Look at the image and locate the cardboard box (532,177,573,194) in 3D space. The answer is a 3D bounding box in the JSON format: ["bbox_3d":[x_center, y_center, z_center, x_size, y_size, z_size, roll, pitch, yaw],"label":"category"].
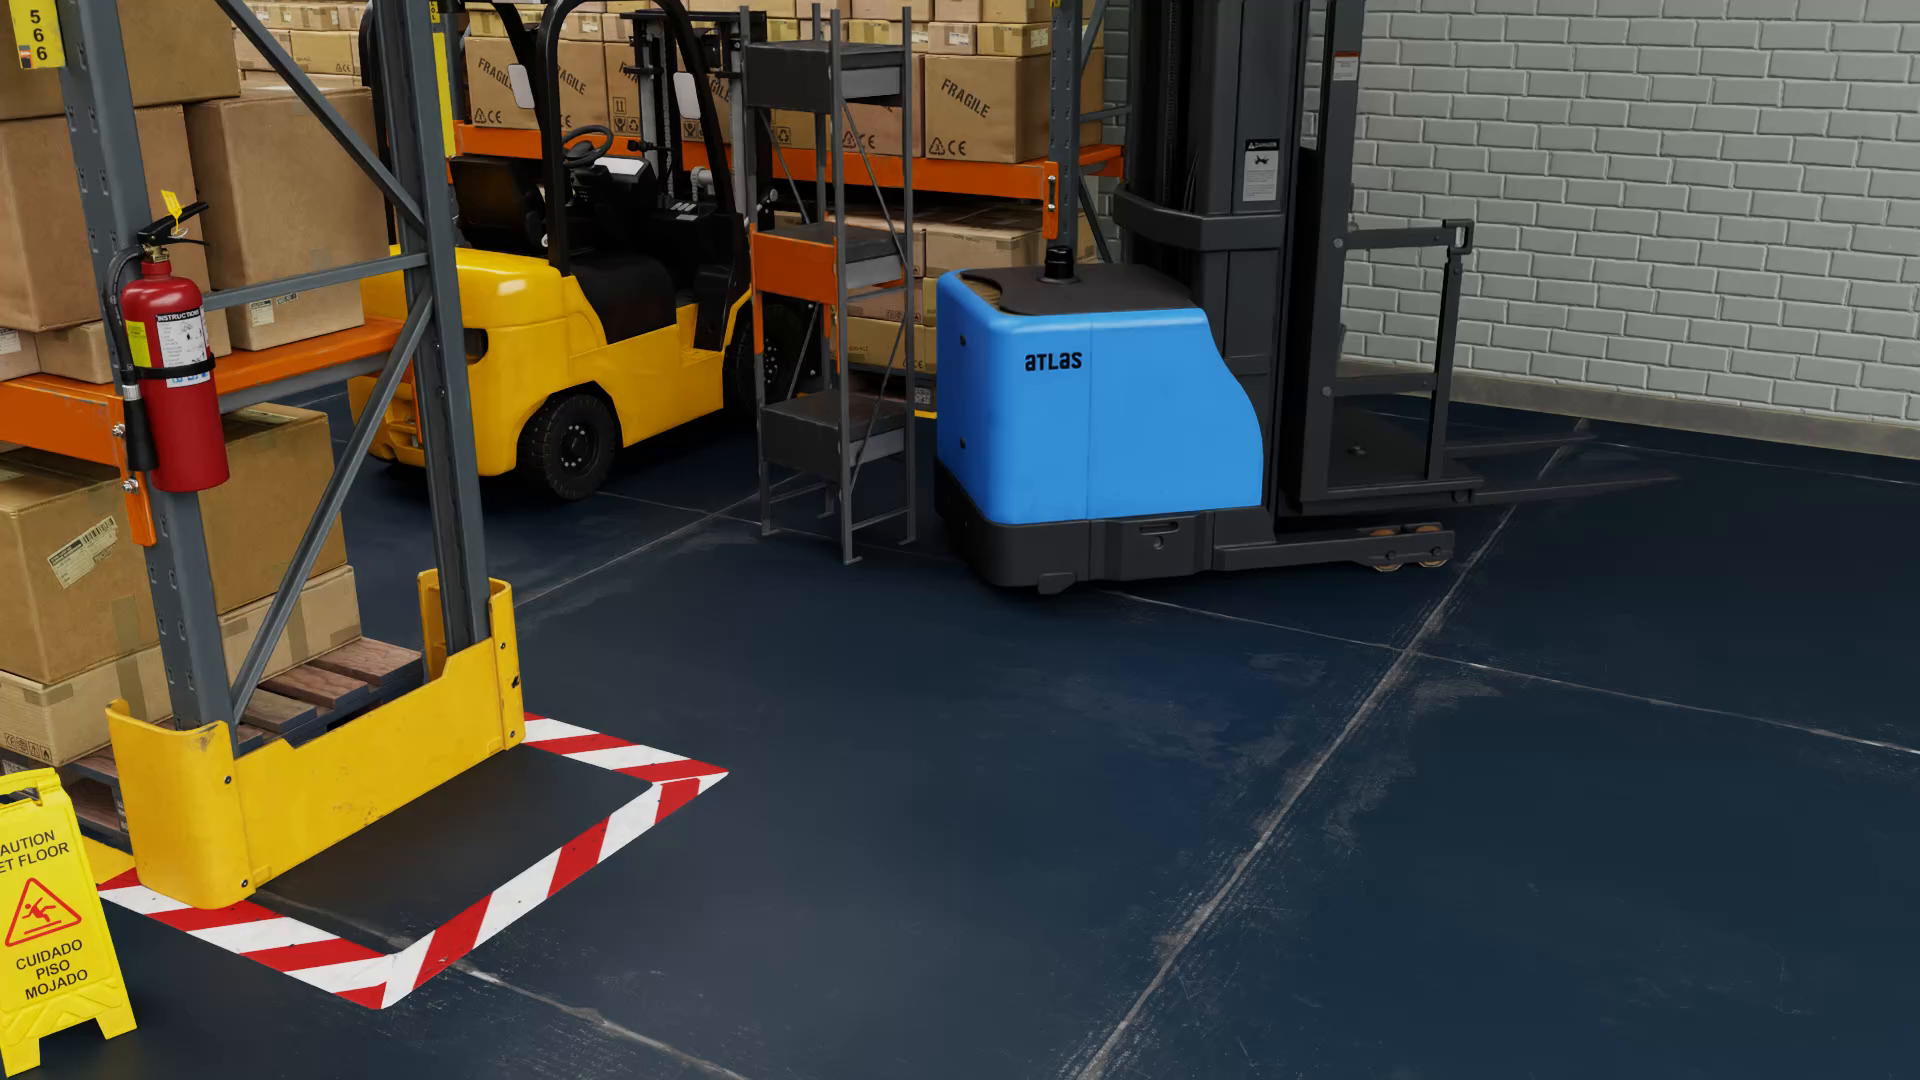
[{"bbox_3d":[-2.502,-1.990,9.902,0.500,0.250,0.500,10,22,26],"label":"cardboard box"}]

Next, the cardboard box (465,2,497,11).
[{"bbox_3d":[-2.638,-3.139,9.587,0.250,0.149,0.380,11,23,28],"label":"cardboard box"}]

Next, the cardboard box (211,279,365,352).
[{"bbox_3d":[-1.893,-0.646,4.614,0.250,0.149,0.380,11,23,28],"label":"cardboard box"}]

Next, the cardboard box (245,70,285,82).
[{"bbox_3d":[-4.199,-2.898,10.676,0.500,0.250,0.500,11,23,28],"label":"cardboard box"}]

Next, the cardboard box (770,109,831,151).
[{"bbox_3d":[-0.733,-2.349,8.794,0.500,0.500,0.500,10,22,26],"label":"cardboard box"}]

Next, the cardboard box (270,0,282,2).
[{"bbox_3d":[-4.531,-3.563,11.190,0.250,0.149,0.380,12,23,29],"label":"cardboard box"}]

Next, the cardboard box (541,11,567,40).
[{"bbox_3d":[-2.154,-2.932,9.451,0.250,0.149,0.380,11,23,27],"label":"cardboard box"}]

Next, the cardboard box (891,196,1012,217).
[{"bbox_3d":[-0.045,-1.717,9.150,0.500,0.250,0.500,11,23,27],"label":"cardboard box"}]

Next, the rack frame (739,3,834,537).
[{"bbox_3d":[-0.682,-1.050,6.680,0.015,2.100,0.400,17,26,39],"label":"rack frame"}]

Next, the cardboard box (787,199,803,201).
[{"bbox_3d":[-1.166,-1.733,9.194,0.500,0.250,0.500,10,22,26],"label":"cardboard box"}]

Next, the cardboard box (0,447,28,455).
[{"bbox_3d":[-2.981,-0.044,4.905,0.500,0.500,0.500,12,23,29],"label":"cardboard box"}]

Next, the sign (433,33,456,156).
[{"bbox_3d":[-1.432,-1.214,4.544,0.005,0.325,0.100,11,23,27],"label":"sign"}]

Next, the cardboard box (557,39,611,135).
[{"bbox_3d":[-2.049,-2.603,9.495,0.500,0.500,0.500,11,23,28],"label":"cardboard box"}]

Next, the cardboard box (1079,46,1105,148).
[{"bbox_3d":[0.423,-2.336,8.759,0.500,0.500,0.500,12,23,29],"label":"cardboard box"}]

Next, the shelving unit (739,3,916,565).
[{"bbox_3d":[-0.502,-0.994,6.526,0.503,2.100,0.431,17,26,39],"label":"shelving unit"}]

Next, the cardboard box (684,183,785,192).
[{"bbox_3d":[-1.363,-1.972,9.852,0.500,0.250,0.500,11,23,28],"label":"cardboard box"}]

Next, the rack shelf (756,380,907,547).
[{"bbox_3d":[-0.502,-0.323,6.768,0.480,0.518,0.431,17,26,39],"label":"rack shelf"}]

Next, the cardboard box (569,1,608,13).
[{"bbox_3d":[-1.964,-3.010,9.229,0.250,0.149,0.380,11,23,28],"label":"cardboard box"}]

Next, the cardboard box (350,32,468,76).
[{"bbox_3d":[-3.325,-2.959,10.111,0.500,0.250,0.500,10,22,26],"label":"cardboard box"}]

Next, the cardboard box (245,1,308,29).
[{"bbox_3d":[-4.308,-3.335,10.563,0.250,0.149,0.380,11,23,28],"label":"cardboard box"}]

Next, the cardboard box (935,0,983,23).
[{"bbox_3d":[0.075,-2.644,8.222,0.250,0.149,0.380,11,23,27],"label":"cardboard box"}]

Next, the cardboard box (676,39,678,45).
[{"bbox_3d":[-1.518,-2.788,9.055,0.250,0.149,0.380,10,22,26],"label":"cardboard box"}]

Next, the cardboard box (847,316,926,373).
[{"bbox_3d":[-0.273,-1.098,8.910,0.500,0.250,0.500,11,23,27],"label":"cardboard box"}]

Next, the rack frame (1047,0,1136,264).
[{"bbox_3d":[0.721,-2.124,8.321,0.127,3.000,1.000,11,23,27],"label":"rack frame"}]

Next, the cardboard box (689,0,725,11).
[{"bbox_3d":[-1.248,-2.913,8.962,0.250,0.149,0.380,11,23,28],"label":"cardboard box"}]

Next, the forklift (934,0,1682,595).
[{"bbox_3d":[1.465,-1.421,6.485,3.031,2.935,1.130,-5,20,-13],"label":"forklift"}]

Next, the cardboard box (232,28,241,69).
[{"bbox_3d":[-4.652,-3.219,10.826,0.500,0.250,0.500,11,23,28],"label":"cardboard box"}]

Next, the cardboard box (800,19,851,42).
[{"bbox_3d":[-0.620,-2.620,8.591,0.250,0.149,0.380,10,22,26],"label":"cardboard box"}]

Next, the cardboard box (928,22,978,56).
[{"bbox_3d":[0.044,-2.484,8.215,0.250,0.149,0.380,11,23,28],"label":"cardboard box"}]

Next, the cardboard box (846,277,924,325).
[{"bbox_3d":[-0.289,-1.338,8.839,0.500,0.250,0.500,11,22,27],"label":"cardboard box"}]

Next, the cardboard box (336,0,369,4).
[{"bbox_3d":[-3.838,-3.451,10.881,0.250,0.149,0.380,11,23,27],"label":"cardboard box"}]

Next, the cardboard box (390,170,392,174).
[{"bbox_3d":[-3.906,-2.085,11.080,0.625,0.625,0.875,11,22,27],"label":"cardboard box"}]

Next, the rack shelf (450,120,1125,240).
[{"bbox_3d":[-1.026,-2.118,9.361,4.000,0.370,1.077,11,23,27],"label":"rack shelf"}]

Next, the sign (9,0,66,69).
[{"bbox_3d":[-1.985,-1.176,3.548,0.005,0.325,0.100,11,23,27],"label":"sign"}]

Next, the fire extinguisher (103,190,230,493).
[{"bbox_3d":[-1.822,-0.453,3.828,0.183,0.674,0.296,11,23,27],"label":"fire extinguisher"}]

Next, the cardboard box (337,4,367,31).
[{"bbox_3d":[-3.600,-3.226,10.260,0.250,0.149,0.380,11,23,27],"label":"cardboard box"}]

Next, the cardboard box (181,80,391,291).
[{"bbox_3d":[-1.975,-0.994,4.623,0.500,0.500,0.500,10,22,26],"label":"cardboard box"}]

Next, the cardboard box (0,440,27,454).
[{"bbox_3d":[-2.877,-0.304,4.671,0.250,0.149,0.380,12,23,29],"label":"cardboard box"}]

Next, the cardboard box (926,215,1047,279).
[{"bbox_3d":[0.166,-1.482,8.503,0.500,0.250,0.500,12,23,29],"label":"cardboard box"}]

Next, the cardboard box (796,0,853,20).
[{"bbox_3d":[-0.630,-2.753,8.523,0.250,0.149,0.380,11,23,29],"label":"cardboard box"}]

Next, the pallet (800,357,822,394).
[{"bbox_3d":[-1.029,-1.131,9.673,1.213,0.211,1.003,11,23,27],"label":"pallet"}]
